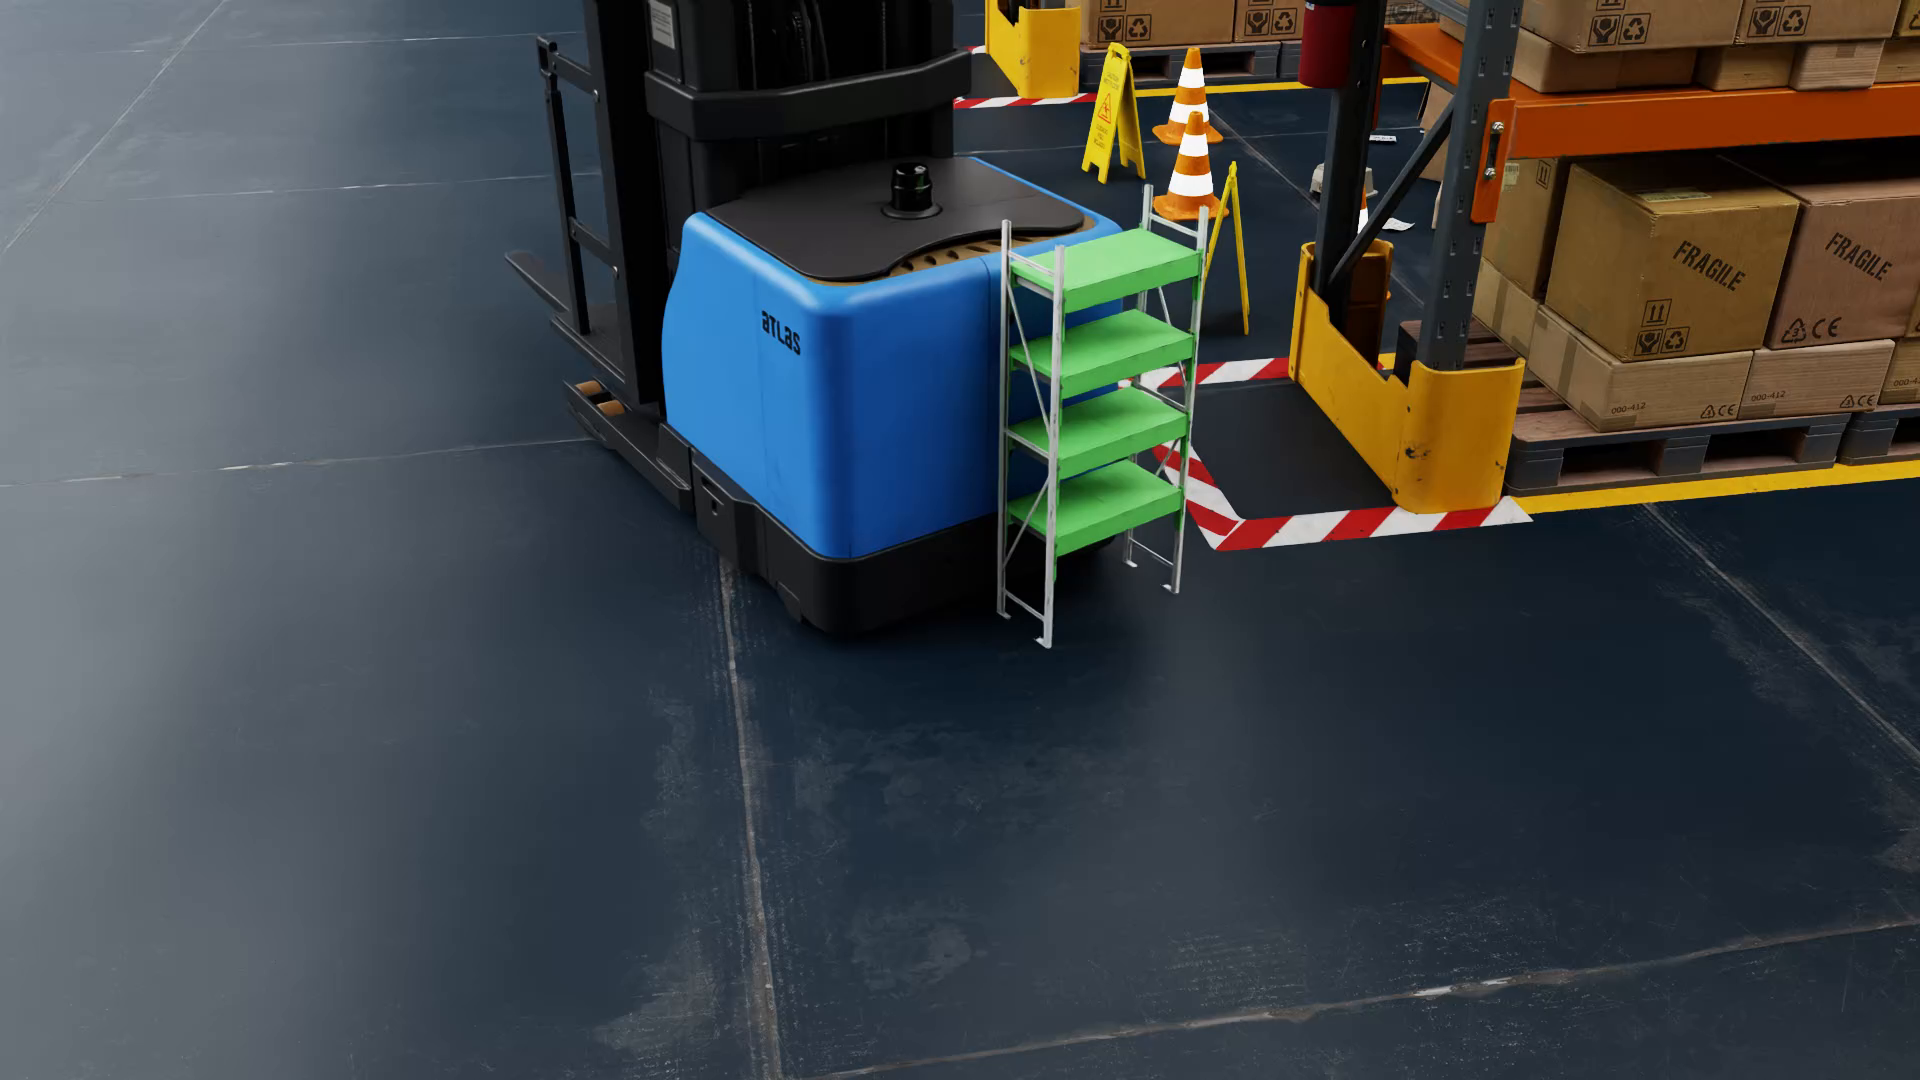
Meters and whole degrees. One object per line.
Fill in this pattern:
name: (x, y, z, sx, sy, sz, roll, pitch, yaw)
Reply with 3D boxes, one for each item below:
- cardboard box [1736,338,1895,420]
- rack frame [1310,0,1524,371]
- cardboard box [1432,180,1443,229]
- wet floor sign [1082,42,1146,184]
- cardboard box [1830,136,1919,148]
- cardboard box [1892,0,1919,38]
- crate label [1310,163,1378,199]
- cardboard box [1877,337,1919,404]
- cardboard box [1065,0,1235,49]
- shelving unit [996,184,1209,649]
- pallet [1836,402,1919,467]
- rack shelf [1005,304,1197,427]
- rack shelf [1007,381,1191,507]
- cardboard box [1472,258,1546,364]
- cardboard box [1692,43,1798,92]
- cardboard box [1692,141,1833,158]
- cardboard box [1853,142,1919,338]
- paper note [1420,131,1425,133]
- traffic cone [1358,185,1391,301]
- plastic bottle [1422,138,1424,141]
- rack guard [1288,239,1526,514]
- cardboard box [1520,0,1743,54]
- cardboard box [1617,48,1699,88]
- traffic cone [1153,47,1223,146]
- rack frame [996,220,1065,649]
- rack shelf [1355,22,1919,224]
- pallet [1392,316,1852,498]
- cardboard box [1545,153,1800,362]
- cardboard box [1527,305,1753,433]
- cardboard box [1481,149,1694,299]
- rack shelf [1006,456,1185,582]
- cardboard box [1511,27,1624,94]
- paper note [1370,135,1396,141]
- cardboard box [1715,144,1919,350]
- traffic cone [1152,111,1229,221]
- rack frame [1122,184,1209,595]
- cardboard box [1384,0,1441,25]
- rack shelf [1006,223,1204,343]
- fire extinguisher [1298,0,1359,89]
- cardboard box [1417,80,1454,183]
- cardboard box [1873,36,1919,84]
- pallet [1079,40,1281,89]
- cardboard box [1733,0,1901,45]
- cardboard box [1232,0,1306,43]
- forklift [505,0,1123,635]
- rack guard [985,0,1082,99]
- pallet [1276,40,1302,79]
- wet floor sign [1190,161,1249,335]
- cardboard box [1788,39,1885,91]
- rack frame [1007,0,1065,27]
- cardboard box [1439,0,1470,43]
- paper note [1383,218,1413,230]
cardboard box: (2.784, -0.646, 5.687, 0.500, 0.250, 0.500, -4, 31, -7)
rack frame: (1.437, -1.671, 5.133, 0.127, 3.000, 1.000, -5, 31, -9)
cardboard box: (2.362, -1.569, 7.772, 0.250, 0.149, 0.380, 10, 32, 17)
wet floor sign: (0.775, -2.125, 8.228, 0.232, 0.644, 0.267, -11, 32, -17)
cardboard box: (3.189, -1.285, 6.035, 0.500, 0.500, 0.500, -6, 31, -10)
cardboard box: (2.963, -1.844, 5.034, 0.500, 0.500, 0.500, -6, 31, -10)
crate label: (1.856, -1.745, 8.082, 0.298, 0.136, 0.250, -23, 38, -34)
cardboard box: (3.319, -0.702, 5.783, 0.500, 0.250, 0.500, -3, 31, -6)
cardboard box: (1.102, -3.490, 9.908, 0.875, 0.875, 0.875, -5, 31, -9)
shelving unit: (0.381, -0.331, 4.629, 0.503, 1.200, 0.258, -20, 36, -31)
pallet: (3.515, -0.642, 6.134, 1.213, 0.211, 1.003, -5, 31, -9)
rack shelf: (0.381, -0.483, 4.539, 0.480, 0.148, 0.258, -20, 36, -31)
rack shelf: (0.381, -0.276, 4.661, 0.480, 0.148, 0.258, -20, 36, -31)
cardboard box: (2.208, -0.877, 6.081, 0.500, 0.250, 0.500, -5, 31, -9)
cardboard box: (2.330, -1.505, 5.098, 0.250, 0.149, 0.380, -6, 31, -11)
cardboard box: (2.691, -1.243, 5.963, 0.500, 0.500, 0.500, -4, 31, -7)
cardboard box: (3.312, -1.020, 5.584, 0.500, 0.500, 0.500, -5, 31, -8)
paper note: (2.549, -2.202, 8.984, 0.123, 0.001, 0.032, 10, 32, 17)
traffic cone: (1.628, -1.260, 6.937, 0.334, 0.463, 0.336, -5, 31, -9)
plastic bottle: (2.586, -2.103, 8.766, 0.283, 0.061, 0.133, -17, 34, -26)
rack guard: (1.512, -0.601, 5.778, 0.348, 0.500, 1.175, -5, 31, -9)
cardboard box: (1.953, -1.748, 4.871, 0.500, 0.500, 0.500, -6, 31, -10)
cardboard box: (2.055, -1.521, 5.125, 0.250, 0.149, 0.380, -5, 31, -8)
traffic cone: (1.225, -2.377, 8.836, 0.334, 0.463, 0.336, -5, 31, -9)
rack frame: (0.184, -0.258, 4.505, 0.015, 1.200, 0.240, -20, 36, -31)
rack shelf: (3.405, -1.544, 5.626, 4.000, 0.370, 1.077, -5, 31, -9)
pallet: (2.318, -0.533, 5.948, 1.213, 0.211, 1.003, -5, 31, -9)
cardboard box: (2.304, -0.929, 5.428, 0.500, 0.500, 0.500, -6, 31, -11)
cardboard box: (2.281, -0.603, 5.614, 0.500, 0.250, 0.500, -6, 31, -9)
cardboard box: (2.178, -1.193, 5.879, 0.500, 0.500, 0.500, -5, 31, -9)
rack shelf: (0.381, -0.069, 4.783, 0.480, 0.148, 0.258, -20, 36, -31)
cardboard box: (1.809, -1.491, 5.074, 0.250, 0.149, 0.380, -5, 31, -9)
paper note: (2.254, -2.142, 8.865, 0.142, 0.017, 0.144, 5, 31, 8)
cardboard box: (2.817, -0.978, 5.513, 0.500, 0.500, 0.500, -6, 31, -11)
traffic cone: (1.094, -1.783, 7.825, 0.334, 0.463, 0.336, -5, 31, -9)
rack frame: (0.578, -0.404, 4.753, 0.015, 1.200, 0.240, -20, 36, -31)
cardboard box: (2.864, -3.654, 10.186, 0.875, 0.875, 0.875, -5, 31, -9)
rack shelf: (0.381, -0.689, 4.418, 0.480, 0.148, 0.258, -20, 36, -31)
fire extinguisher: (1.242, -1.857, 5.526, 0.183, 0.674, 0.296, -5, 31, -9)
cardboard box: (2.709, -2.018, 8.185, 0.797, 0.503, 0.637, 23, 37, 33)
cardboard box: (2.836, -1.545, 5.167, 0.250, 0.149, 0.380, -5, 31, -8)
pallet: (1.219, -3.040, 10.212, 1.213, 0.211, 1.003, -5, 31, -9)
cardboard box: (2.462, -1.796, 4.954, 0.500, 0.500, 0.500, -4, 31, -7)
cardboard box: (1.967, -3.571, 10.046, 0.875, 0.875, 0.875, -6, 31, -10)
forklift: (-0.750, -1.701, 5.251, 1.130, 2.935, 3.031, -19, 35, -28)
rack guard: (0.423, -3.050, 9.944, 0.348, 0.500, 1.175, -5, 31, -9)
pallet: (2.416, -3.150, 10.398, 1.213, 0.211, 1.003, -5, 31, -9)
wet floor sign: (1.058, -1.173, 6.608, 0.232, 0.644, 0.267, 5, 31, 8)
cardboard box: (2.588, -1.505, 5.098, 0.250, 0.149, 0.380, -5, 31, -8)
rack frame: (0.446, -4.130, 9.315, 0.127, 3.000, 1.000, -5, 31, -9)
cardboard box: (1.767, -1.704, 5.436, 0.250, 0.149, 0.380, -4, 31, -7)
paper note: (2.009, -1.470, 7.720, 0.142, 0.019, 0.148, -17, 34, -26)
